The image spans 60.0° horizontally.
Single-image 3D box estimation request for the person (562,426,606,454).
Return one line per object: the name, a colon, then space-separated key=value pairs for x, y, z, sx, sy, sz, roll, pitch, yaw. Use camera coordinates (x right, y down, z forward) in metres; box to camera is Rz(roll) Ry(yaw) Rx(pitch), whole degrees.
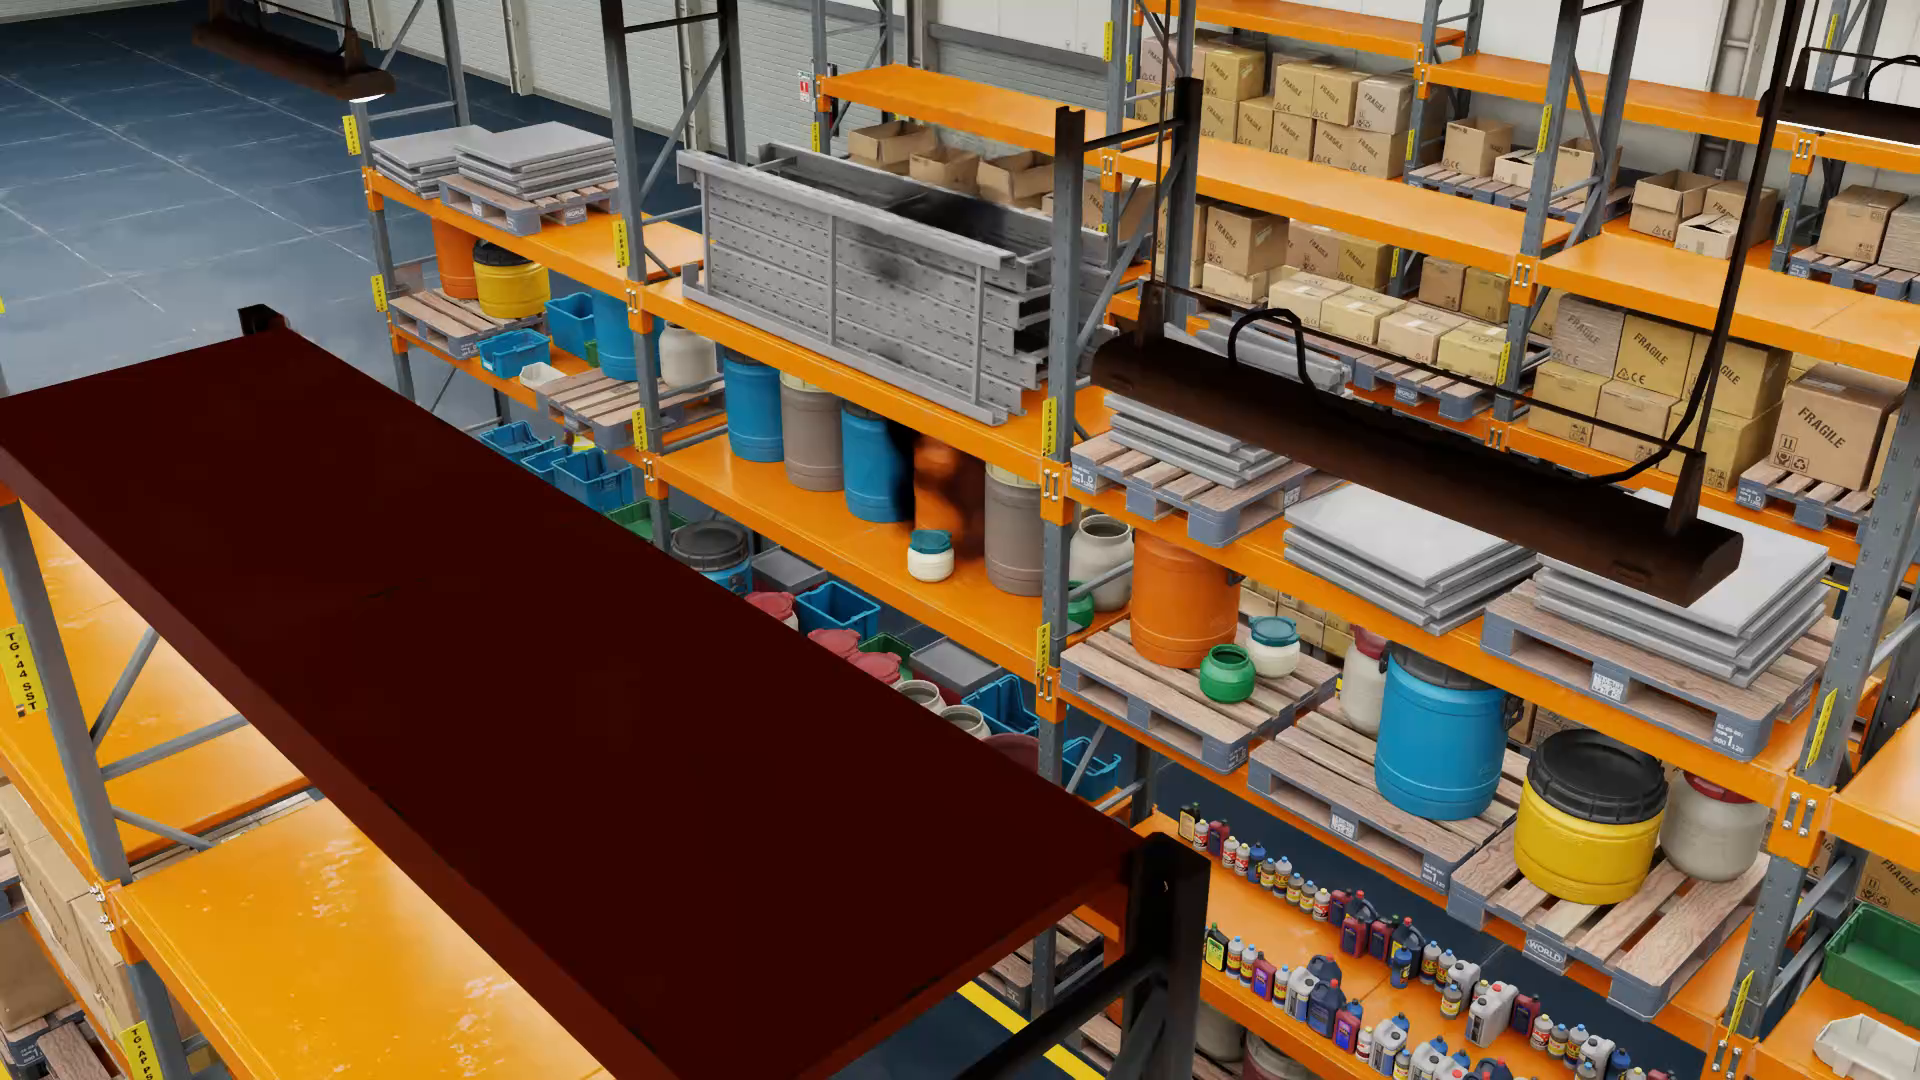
person: x=-3.691 y=-0.834 z=16.638 sx=0.785 sy=1.733 sz=0.751 roll=17 pitch=33 yaw=29
